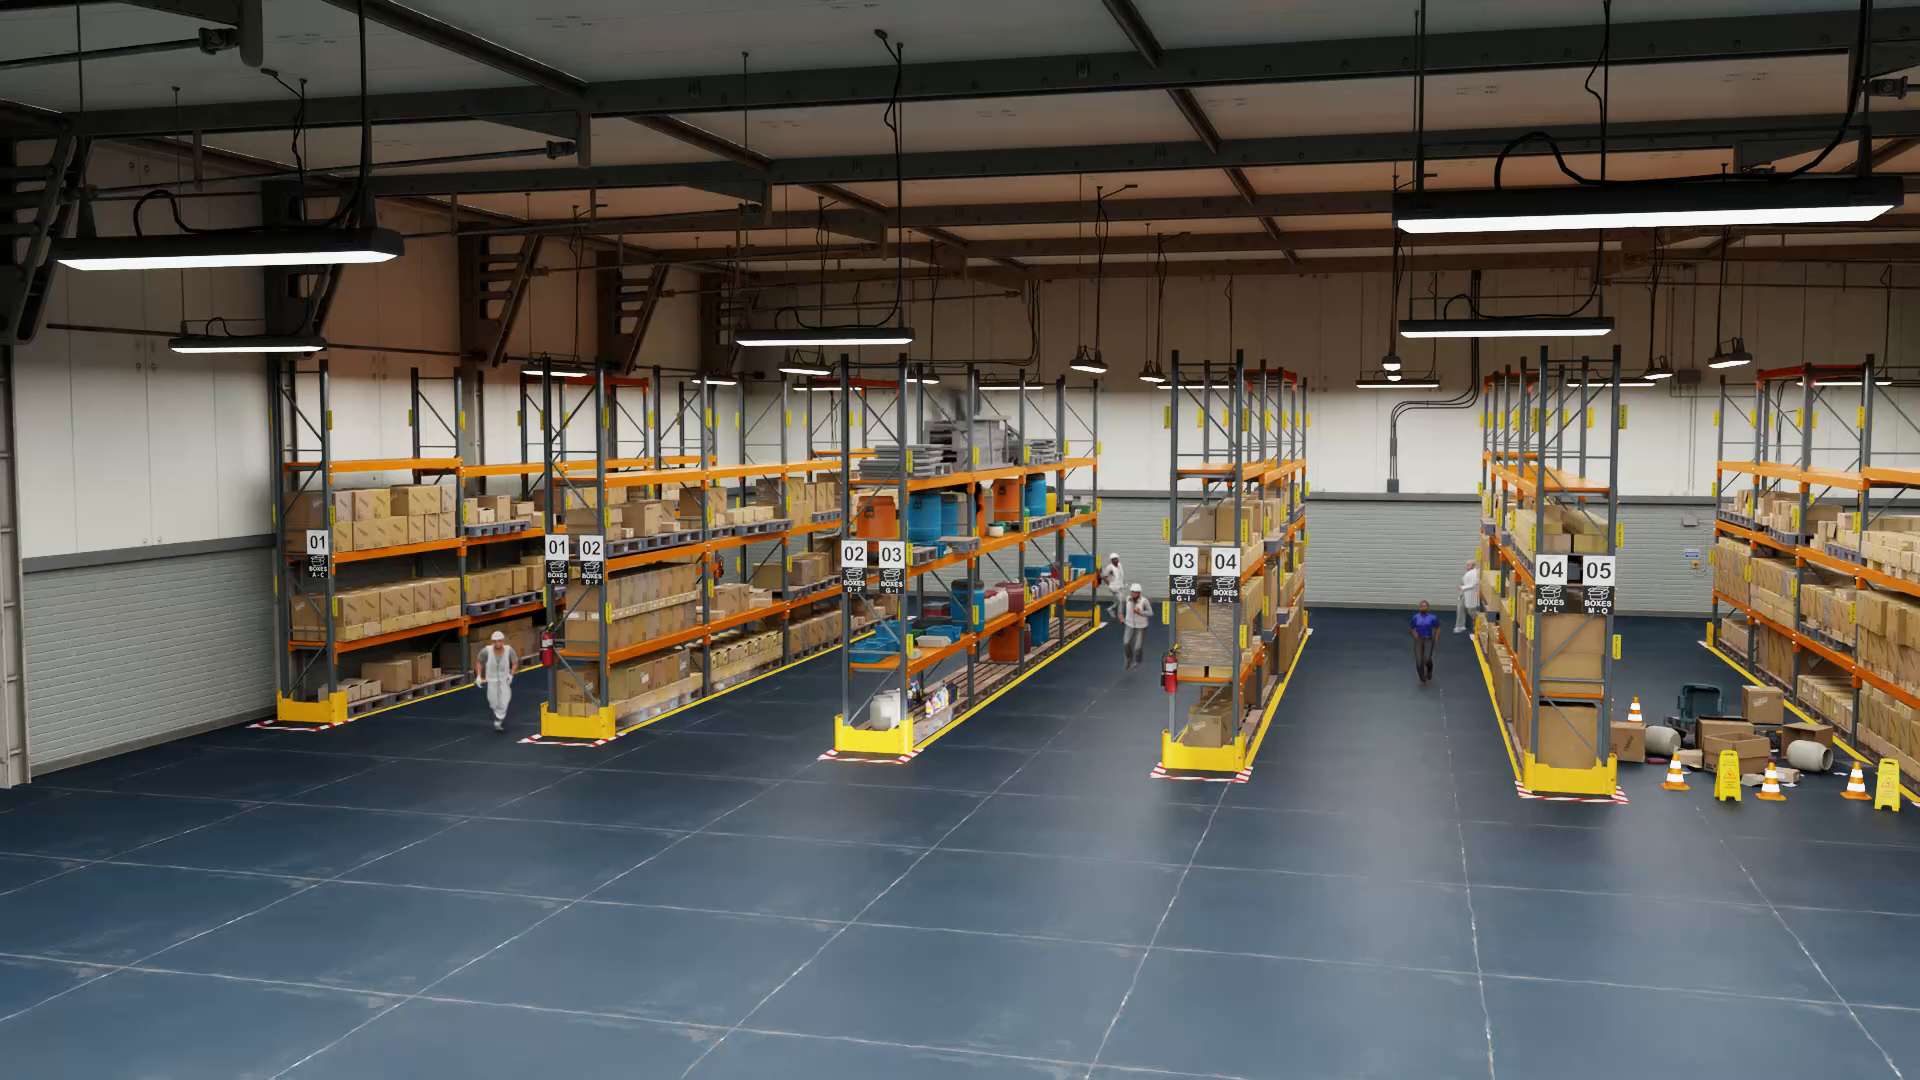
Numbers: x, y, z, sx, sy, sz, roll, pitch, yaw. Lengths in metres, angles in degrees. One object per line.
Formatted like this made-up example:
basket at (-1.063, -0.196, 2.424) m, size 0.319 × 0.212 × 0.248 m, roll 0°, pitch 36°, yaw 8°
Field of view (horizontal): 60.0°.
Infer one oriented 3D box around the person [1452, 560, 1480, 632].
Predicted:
person at (12.015, 1.354, 39.012) m, size 0.866 × 1.807 × 0.713 m, roll 0°, pitch 4°, yaw 6°

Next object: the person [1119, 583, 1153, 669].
person at (3.324, 1.639, 31.598) m, size 0.724 × 1.685 × 0.747 m, roll 1°, pitch 4°, yaw 18°

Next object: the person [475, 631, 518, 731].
person at (-7.452, 2.259, 26.771) m, size 0.662 × 1.639 × 0.757 m, roll -1°, pitch 4°, yaw -16°

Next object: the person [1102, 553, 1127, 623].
person at (3.802, 1.179, 41.075) m, size 0.745 × 1.742 × 0.719 m, roll 4°, pitch 6°, yaw 42°

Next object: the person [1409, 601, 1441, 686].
person at (8.730, 1.953, 31.285) m, size 0.570 × 1.617 × 0.522 m, roll 2°, pitch 4°, yaw 22°
